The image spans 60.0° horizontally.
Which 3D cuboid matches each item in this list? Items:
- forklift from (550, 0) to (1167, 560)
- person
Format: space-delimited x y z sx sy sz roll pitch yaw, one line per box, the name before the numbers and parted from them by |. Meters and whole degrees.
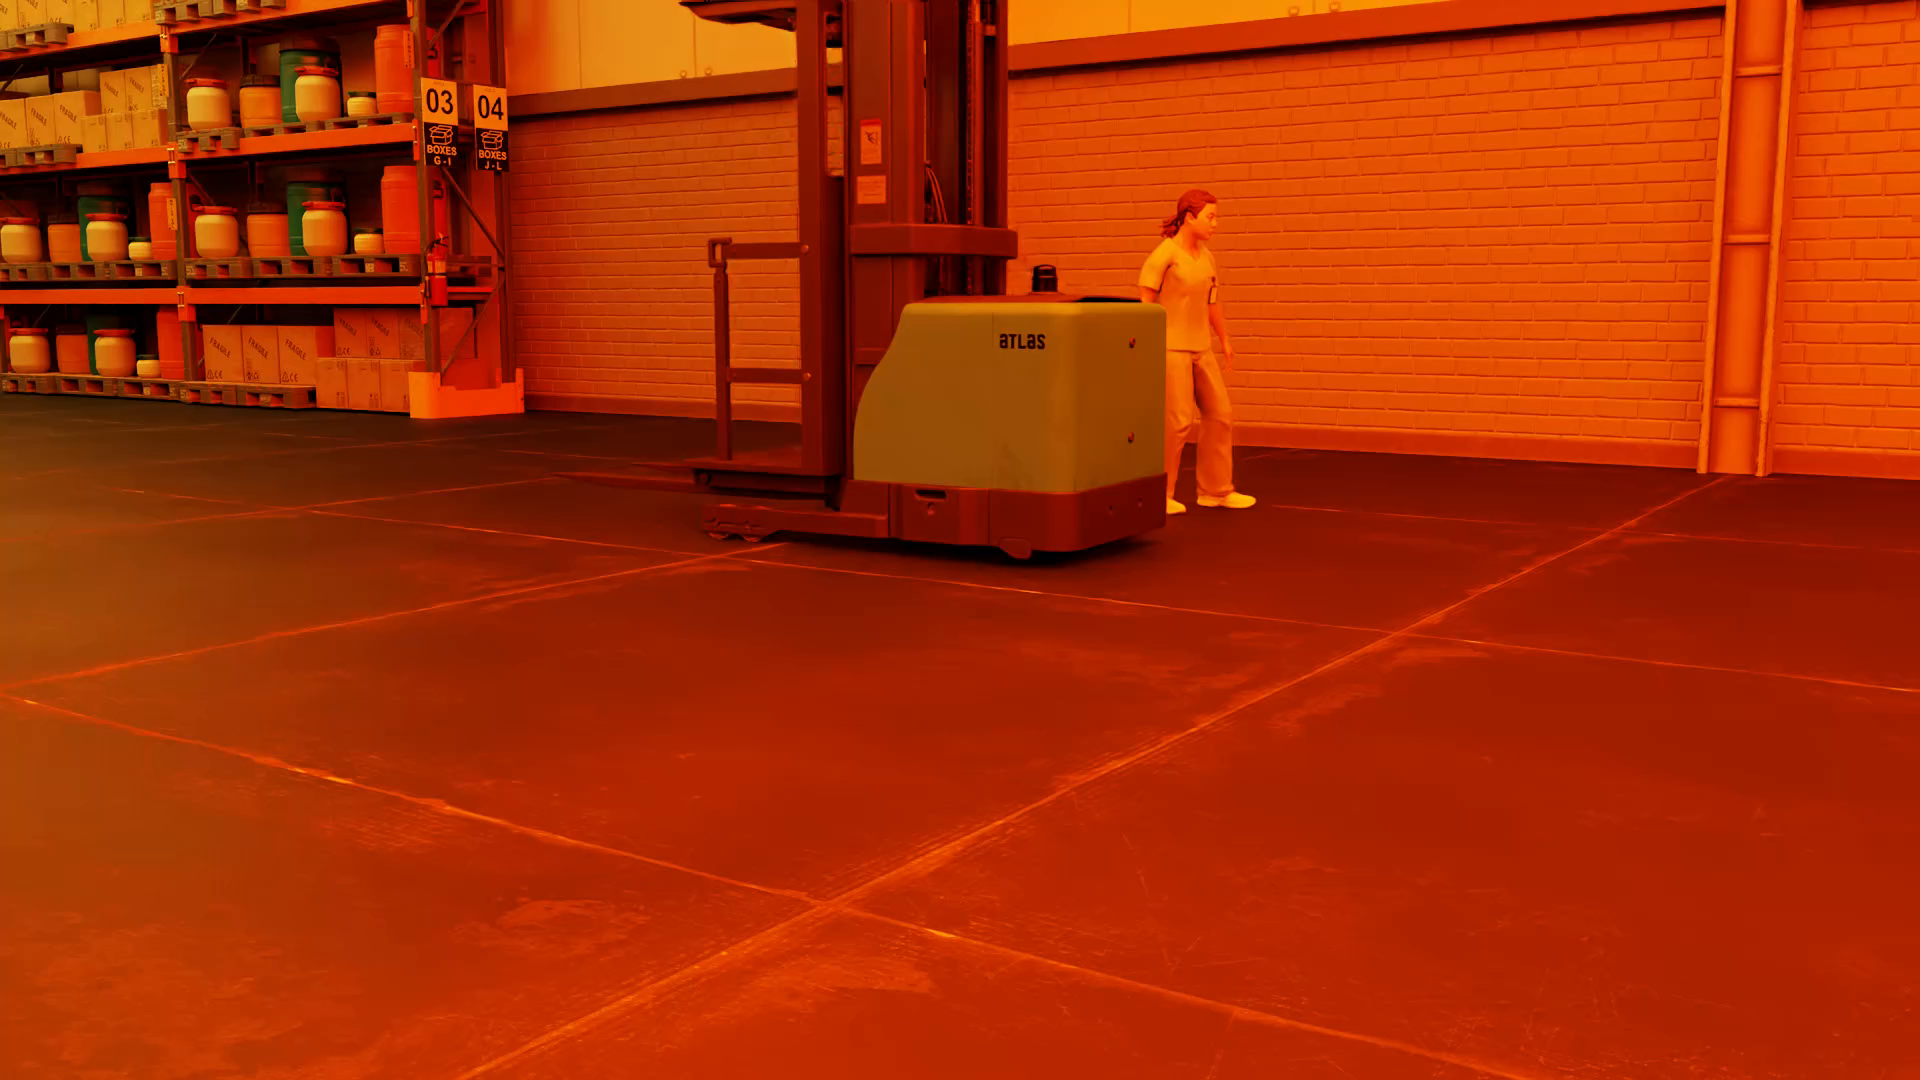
forklift | -0.596 -1.498 7.724 3.031 2.935 1.130 5 9 30
person | 1.179 -0.966 8.565 0.745 1.648 0.366 -7 11 -41
